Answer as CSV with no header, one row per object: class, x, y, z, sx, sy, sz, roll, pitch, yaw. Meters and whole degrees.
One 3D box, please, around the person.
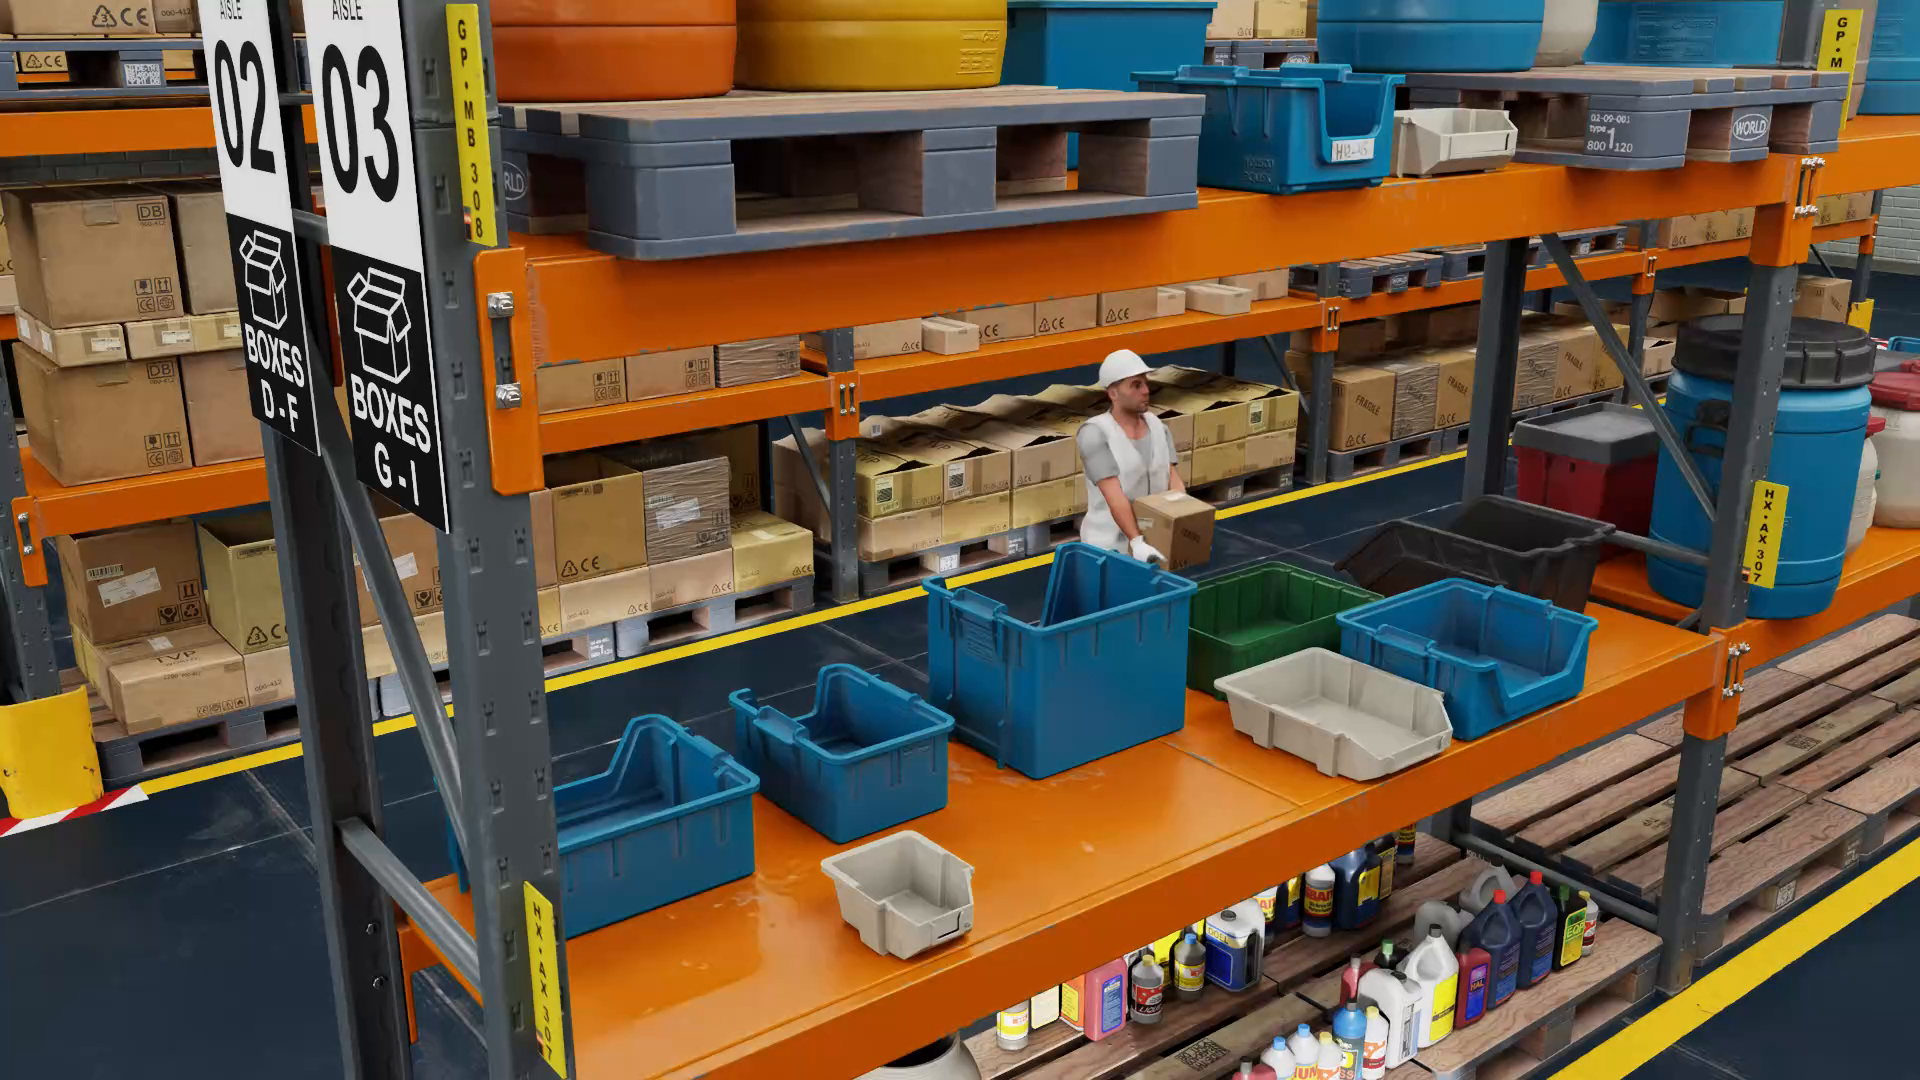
person,0.772,0.061,7.327,0.493,1.782,0.458,-13,22,-36
